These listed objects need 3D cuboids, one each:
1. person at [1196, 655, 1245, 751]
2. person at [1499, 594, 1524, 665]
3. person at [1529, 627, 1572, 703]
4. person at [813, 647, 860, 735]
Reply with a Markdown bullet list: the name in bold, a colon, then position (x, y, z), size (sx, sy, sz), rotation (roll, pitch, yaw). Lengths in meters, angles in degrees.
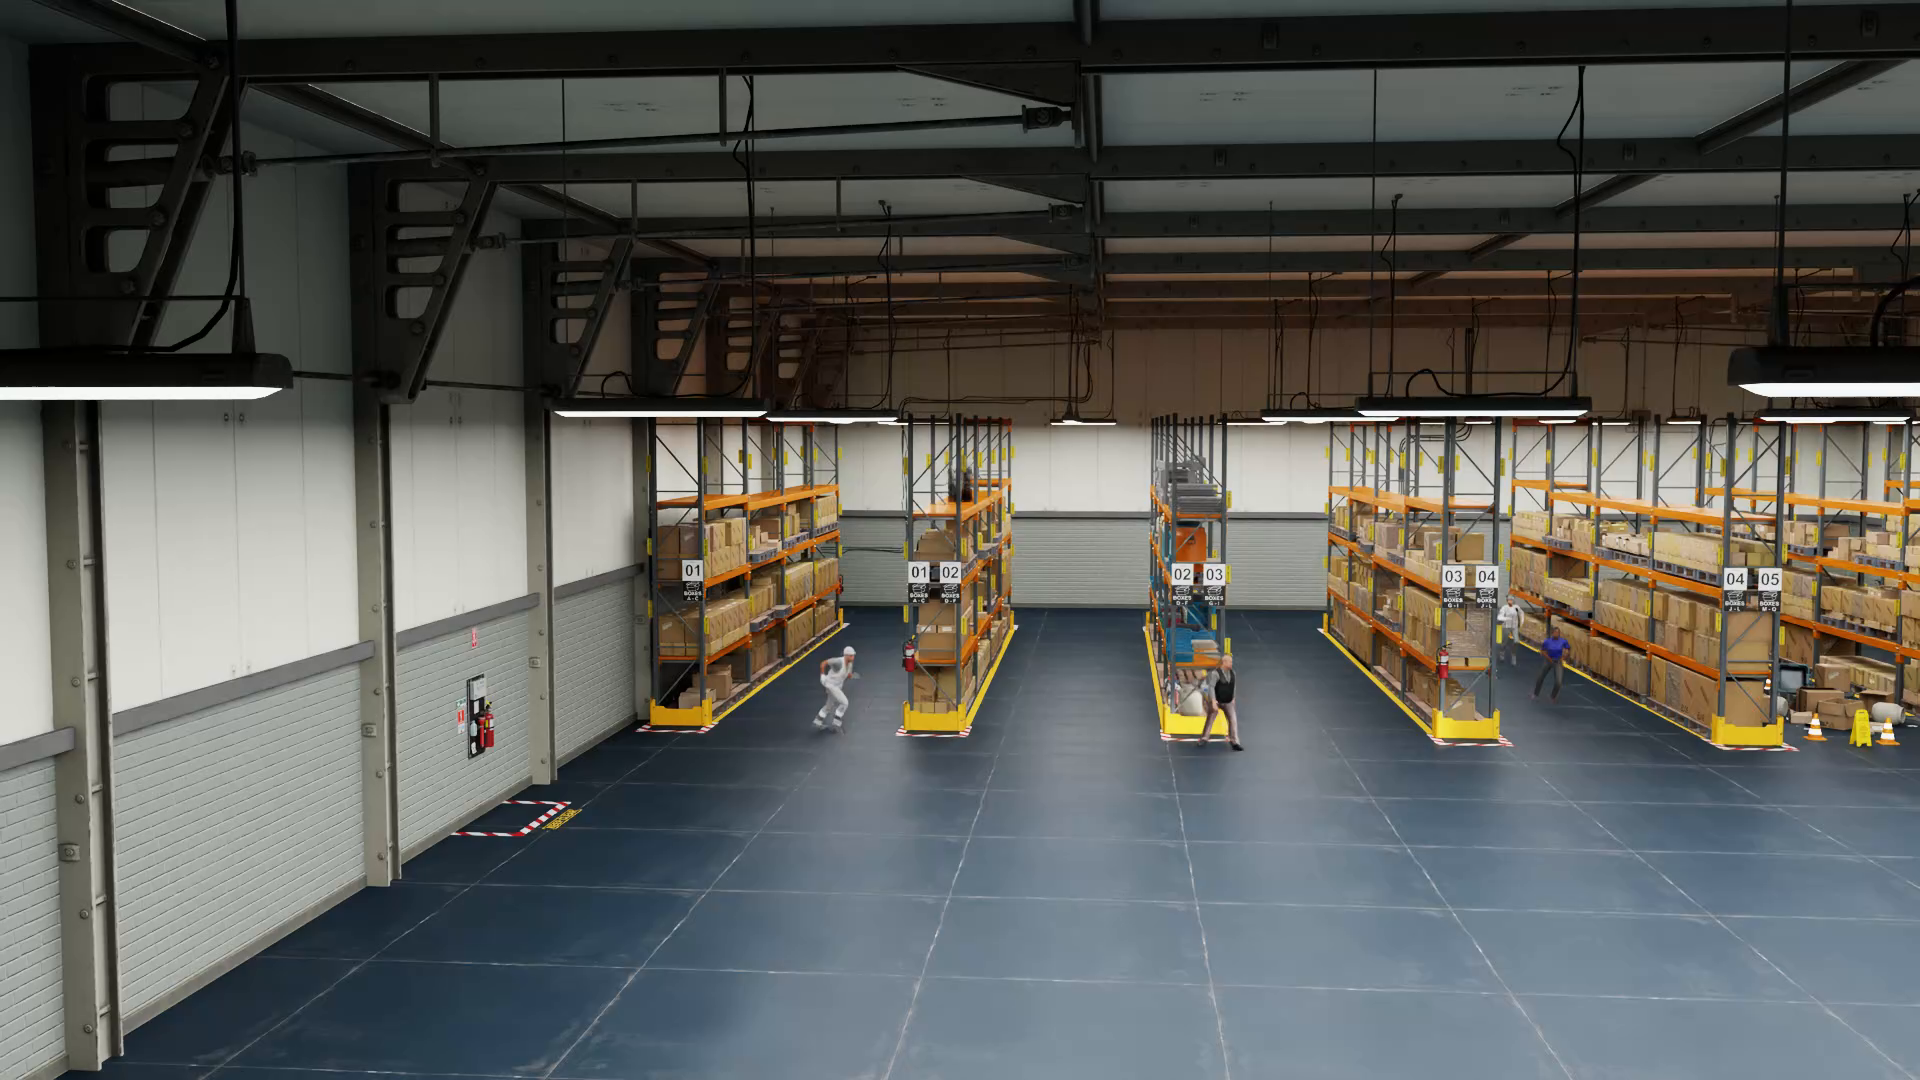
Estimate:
- **person**: position (4.667, 2.884, 29.634), size (0.661, 1.673, 0.891), rotation (-2, 4, -26)
- **person**: position (13.392, 2.163, 40.423), size (0.633, 1.732, 0.868), rotation (1, 4, 7)
- **person**: position (12.347, 2.606, 34.747), size (0.814, 1.593, 0.495), rotation (1, 4, 17)
- **person**: position (-2.359, 2.819, 31.131), size (0.994, 1.685, 0.706), rotation (2, 4, 28)
